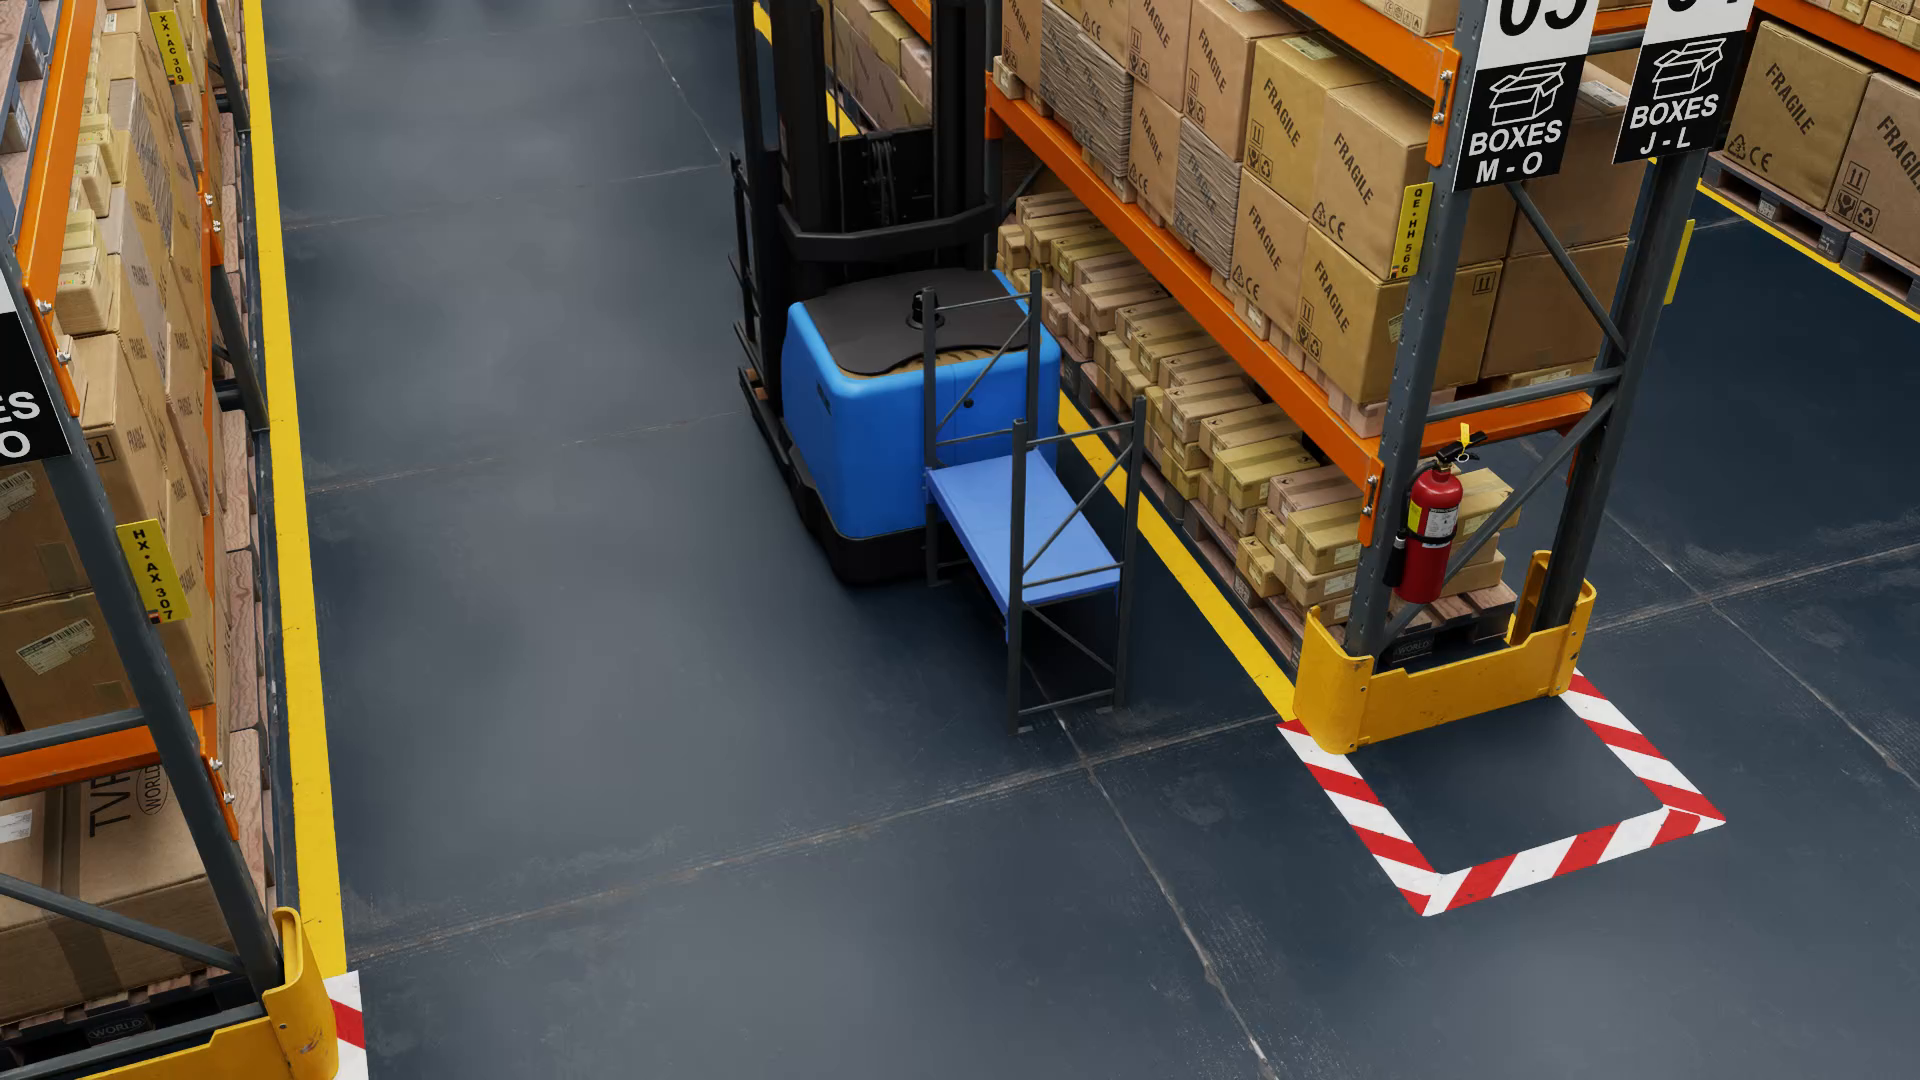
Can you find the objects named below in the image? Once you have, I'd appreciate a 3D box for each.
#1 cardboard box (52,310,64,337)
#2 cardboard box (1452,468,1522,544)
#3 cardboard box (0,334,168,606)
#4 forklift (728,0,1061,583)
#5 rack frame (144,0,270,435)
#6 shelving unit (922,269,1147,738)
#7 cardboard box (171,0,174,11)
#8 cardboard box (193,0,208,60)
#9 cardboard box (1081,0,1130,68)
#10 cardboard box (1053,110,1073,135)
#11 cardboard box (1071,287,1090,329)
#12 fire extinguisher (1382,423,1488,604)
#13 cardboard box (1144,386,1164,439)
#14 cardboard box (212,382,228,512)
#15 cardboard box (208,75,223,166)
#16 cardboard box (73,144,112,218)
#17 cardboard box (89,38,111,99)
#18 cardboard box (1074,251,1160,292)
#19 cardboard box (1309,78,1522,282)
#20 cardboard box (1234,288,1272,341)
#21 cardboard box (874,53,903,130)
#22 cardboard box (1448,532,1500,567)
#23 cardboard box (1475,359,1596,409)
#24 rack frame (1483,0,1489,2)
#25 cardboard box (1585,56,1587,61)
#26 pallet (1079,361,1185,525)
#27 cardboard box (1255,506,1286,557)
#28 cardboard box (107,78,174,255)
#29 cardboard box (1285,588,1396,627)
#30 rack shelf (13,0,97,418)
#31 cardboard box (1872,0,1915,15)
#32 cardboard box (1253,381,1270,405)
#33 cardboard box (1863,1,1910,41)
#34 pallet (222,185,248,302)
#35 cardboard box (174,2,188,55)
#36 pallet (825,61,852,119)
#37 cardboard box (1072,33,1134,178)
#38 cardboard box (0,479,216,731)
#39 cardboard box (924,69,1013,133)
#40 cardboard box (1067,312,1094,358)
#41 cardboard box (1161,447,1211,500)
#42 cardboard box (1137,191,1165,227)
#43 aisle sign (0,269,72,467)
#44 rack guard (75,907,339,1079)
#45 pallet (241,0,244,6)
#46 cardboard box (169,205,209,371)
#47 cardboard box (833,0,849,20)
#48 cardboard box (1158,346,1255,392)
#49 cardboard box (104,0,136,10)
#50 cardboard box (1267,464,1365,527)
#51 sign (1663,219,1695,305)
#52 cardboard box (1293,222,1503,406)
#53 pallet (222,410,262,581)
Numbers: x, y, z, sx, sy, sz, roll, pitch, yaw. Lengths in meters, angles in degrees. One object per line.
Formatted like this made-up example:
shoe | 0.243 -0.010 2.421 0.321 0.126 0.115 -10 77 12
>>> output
cardboard box | -2.653 -0.515 4.487 0.380 0.149 0.250 -12 38 -15
cardboard box | 2.118 -0.140 6.969 0.380 0.149 0.250 -14 39 -18
cardboard box | -2.531 -0.194 4.601 0.500 0.500 0.500 -13 39 -17
forklift | -0.516 -1.868 7.794 1.130 2.935 3.031 -12 39 -15
rack frame | -4.010 -1.685 7.493 1.000 3.000 0.127 -12 39 -16
shelving unit | 0.258 -0.150 6.703 0.538 1.500 1.048 -12 39 -15
cardboard box | -4.093 -2.714 7.945 0.500 0.500 0.500 -13 39 -16
cardboard box | -4.418 -2.797 9.095 0.500 0.250 0.500 -13 39 -17
cardboard box | 0.867 -2.439 7.333 0.500 0.500 0.500 -12 39 -15
cardboard box | 0.693 -2.168 8.344 0.380 0.149 0.250 -14 39 -18
cardboard box | 0.806 -1.236 8.671 0.380 0.149 0.250 -14 39 -18
fire extinguisher | 1.633 -0.089 5.749 0.296 0.674 0.183 -12 39 -16
cardboard box | 1.088 -0.625 7.860 0.380 0.149 0.250 -11 38 -14
cardboard box | -3.895 -0.452 7.637 0.875 0.438 0.875 -13 39 -17
cardboard box | -5.227 -2.856 10.465 0.875 0.875 0.875 -13 39 -16
cardboard box | -2.928 -1.117 5.287 0.380 0.149 0.250 -12 39 -16
cardboard box | -3.316 -1.687 6.044 0.380 0.149 0.250 -13 39 -16
cardboard box | 0.811 -1.353 8.578 0.380 0.149 0.250 -13 39 -17
cardboard box | 1.588 -1.272 5.784 0.500 0.500 0.500 -13 39 -17
cardboard box | 1.341 -0.958 6.738 0.380 0.149 0.250 -11 38 -15
cardboard box | -0.237 -2.882 10.812 0.500 0.500 0.500 -13 39 -17
cardboard box | 2.040 -0.004 7.035 0.380 0.149 0.250 -11 38 -14
cardboard box | 2.176 -0.657 6.338 0.380 0.149 0.250 -13 39 -16
rack frame | 1.979 -2.903 4.125 1.000 3.000 0.127 -12 39 -16
cardboard box | 4.747 -3.917 11.875 1.225 0.875 0.875 -14 39 -18
pallet | 1.291 -0.590 8.358 1.003 0.211 1.213 -12 39 -16
cardboard box | 1.490 -0.053 7.100 0.380 0.149 0.250 -13 39 -17
cardboard box | -3.237 -1.341 6.122 0.500 0.500 0.500 -12 39 -15
cardboard box | 1.603 0.210 6.999 0.380 0.149 0.250 -12 39 -15
rack shelf | -3.322 -1.466 5.307 1.077 0.370 4.000 -12 39 -16
cardboard box | 5.377 -3.194 9.374 0.500 0.250 0.500 -13 39 -16
cardboard box | 1.533 -0.732 8.002 0.380 0.149 0.250 -11 38 -14
cardboard box | 5.358 -2.955 9.388 0.380 0.149 0.250 -13 39 -17
pallet | -4.770 -1.681 9.807 1.003 0.211 1.213 -12 39 -16
cardboard box | -4.102 -2.420 8.179 0.500 0.250 0.500 -12 39 -15
pallet | -0.506 -3.471 12.182 1.003 0.211 1.213 -12 39 -16
cardboard box | 0.853 -2.023 7.613 0.500 0.500 0.500 -13 39 -17
cardboard box | -2.529 0.205 4.902 0.500 0.500 0.500 -13 39 -16
cardboard box | 0.109 -2.604 9.819 0.500 0.250 0.500 -13 39 -17
cardboard box | 0.787 -1.110 8.751 0.380 0.149 0.250 -13 39 -17
cardboard box | 1.165 -0.349 7.741 0.380 0.149 0.250 -14 39 -18
cardboard box | 1.028 -1.563 7.540 0.380 0.149 0.250 -11 38 -14
aisle sign | -2.336 -0.483 3.737 0.394 0.787 0.004 -12 39 -16
rack guard | -2.625 1.587 5.227 1.175 0.500 0.348 -12 39 -16
pallet | -6.494 -4.650 13.749 1.003 0.211 1.213 -12 39 -16
cardboard box | -3.241 -0.945 6.428 0.500 0.500 0.500 -13 39 -17
cardboard box | -0.589 -3.769 11.366 0.500 0.250 0.500 -13 39 -16
cardboard box | 1.157 -0.765 7.799 0.380 0.149 0.250 -14 39 -17
cardboard box | -3.605 -2.275 6.824 0.380 0.149 0.250 -13 39 -17
cardboard box | 1.527 -0.174 7.014 0.380 0.149 0.250 -12 39 -15
sign | 2.489 -0.965 5.819 0.100 0.325 0.005 -12 39 -16
cardboard box | 1.583 -0.866 6.076 0.500 0.500 0.500 -12 39 -15
pallet | -3.822 -0.125 7.740 1.003 0.211 1.213 -12 39 -16
